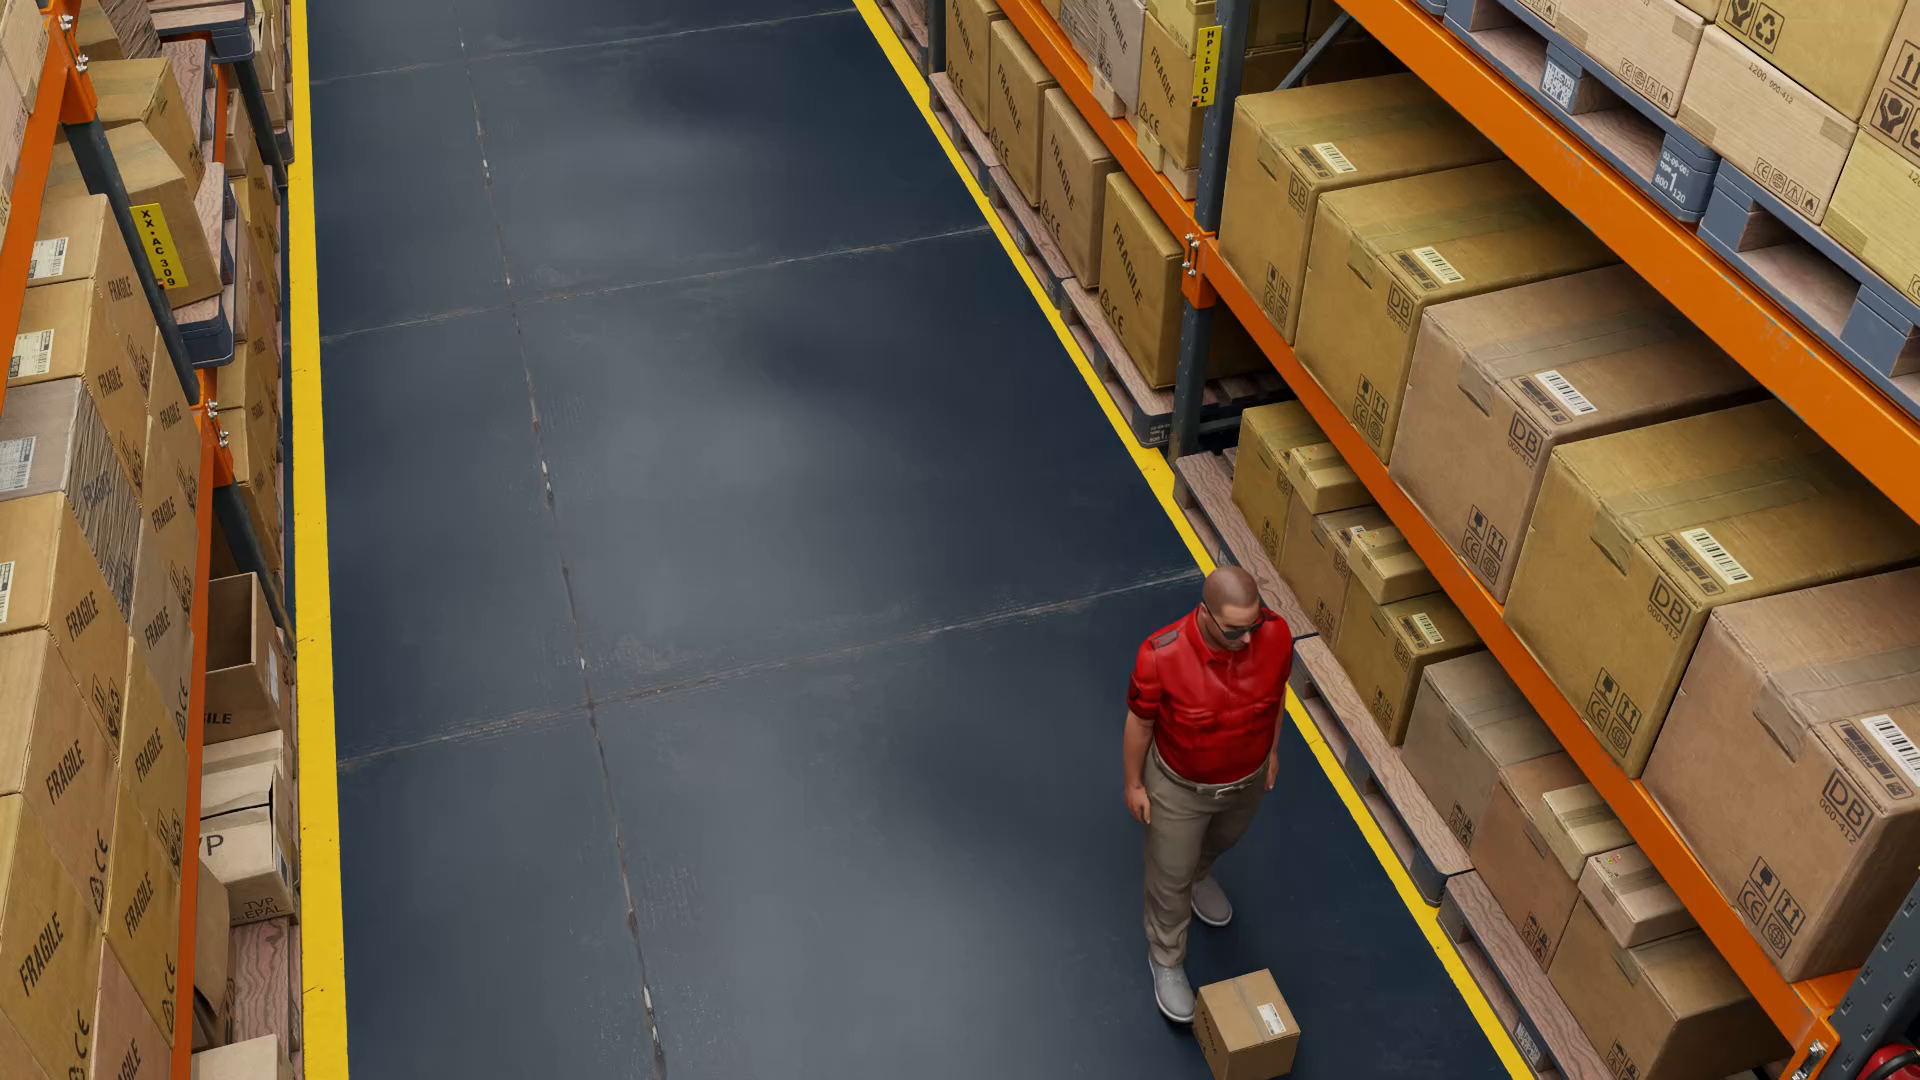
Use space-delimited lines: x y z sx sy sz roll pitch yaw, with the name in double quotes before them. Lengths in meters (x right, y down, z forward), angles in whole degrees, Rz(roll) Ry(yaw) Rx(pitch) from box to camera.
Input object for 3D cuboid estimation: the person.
"person" 0.805 0.781 5.303 0.550 1.730 0.653 -11 43 -12
